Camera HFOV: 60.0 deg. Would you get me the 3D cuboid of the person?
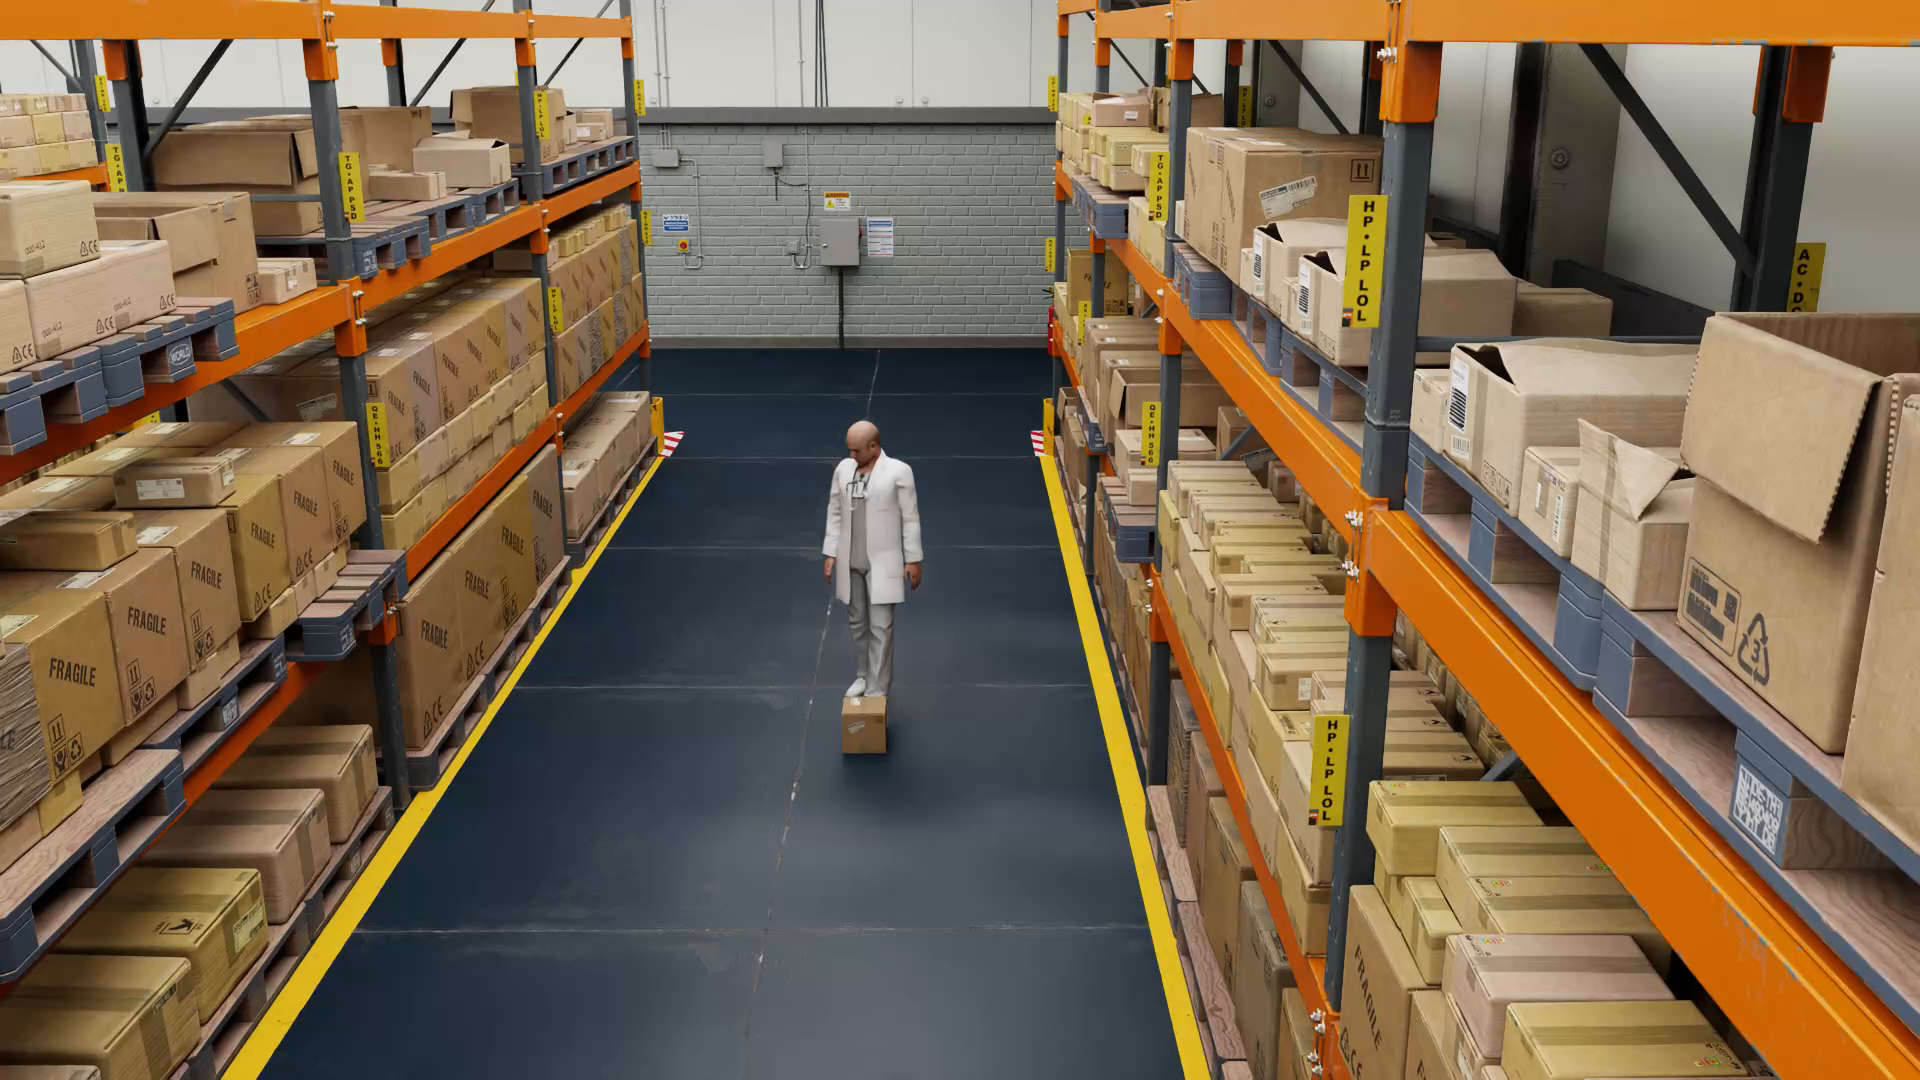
[{"bbox_3d":[-0.595,0.170,9.956,0.632,1.759,0.734,8,19,24],"label":"person"}]
